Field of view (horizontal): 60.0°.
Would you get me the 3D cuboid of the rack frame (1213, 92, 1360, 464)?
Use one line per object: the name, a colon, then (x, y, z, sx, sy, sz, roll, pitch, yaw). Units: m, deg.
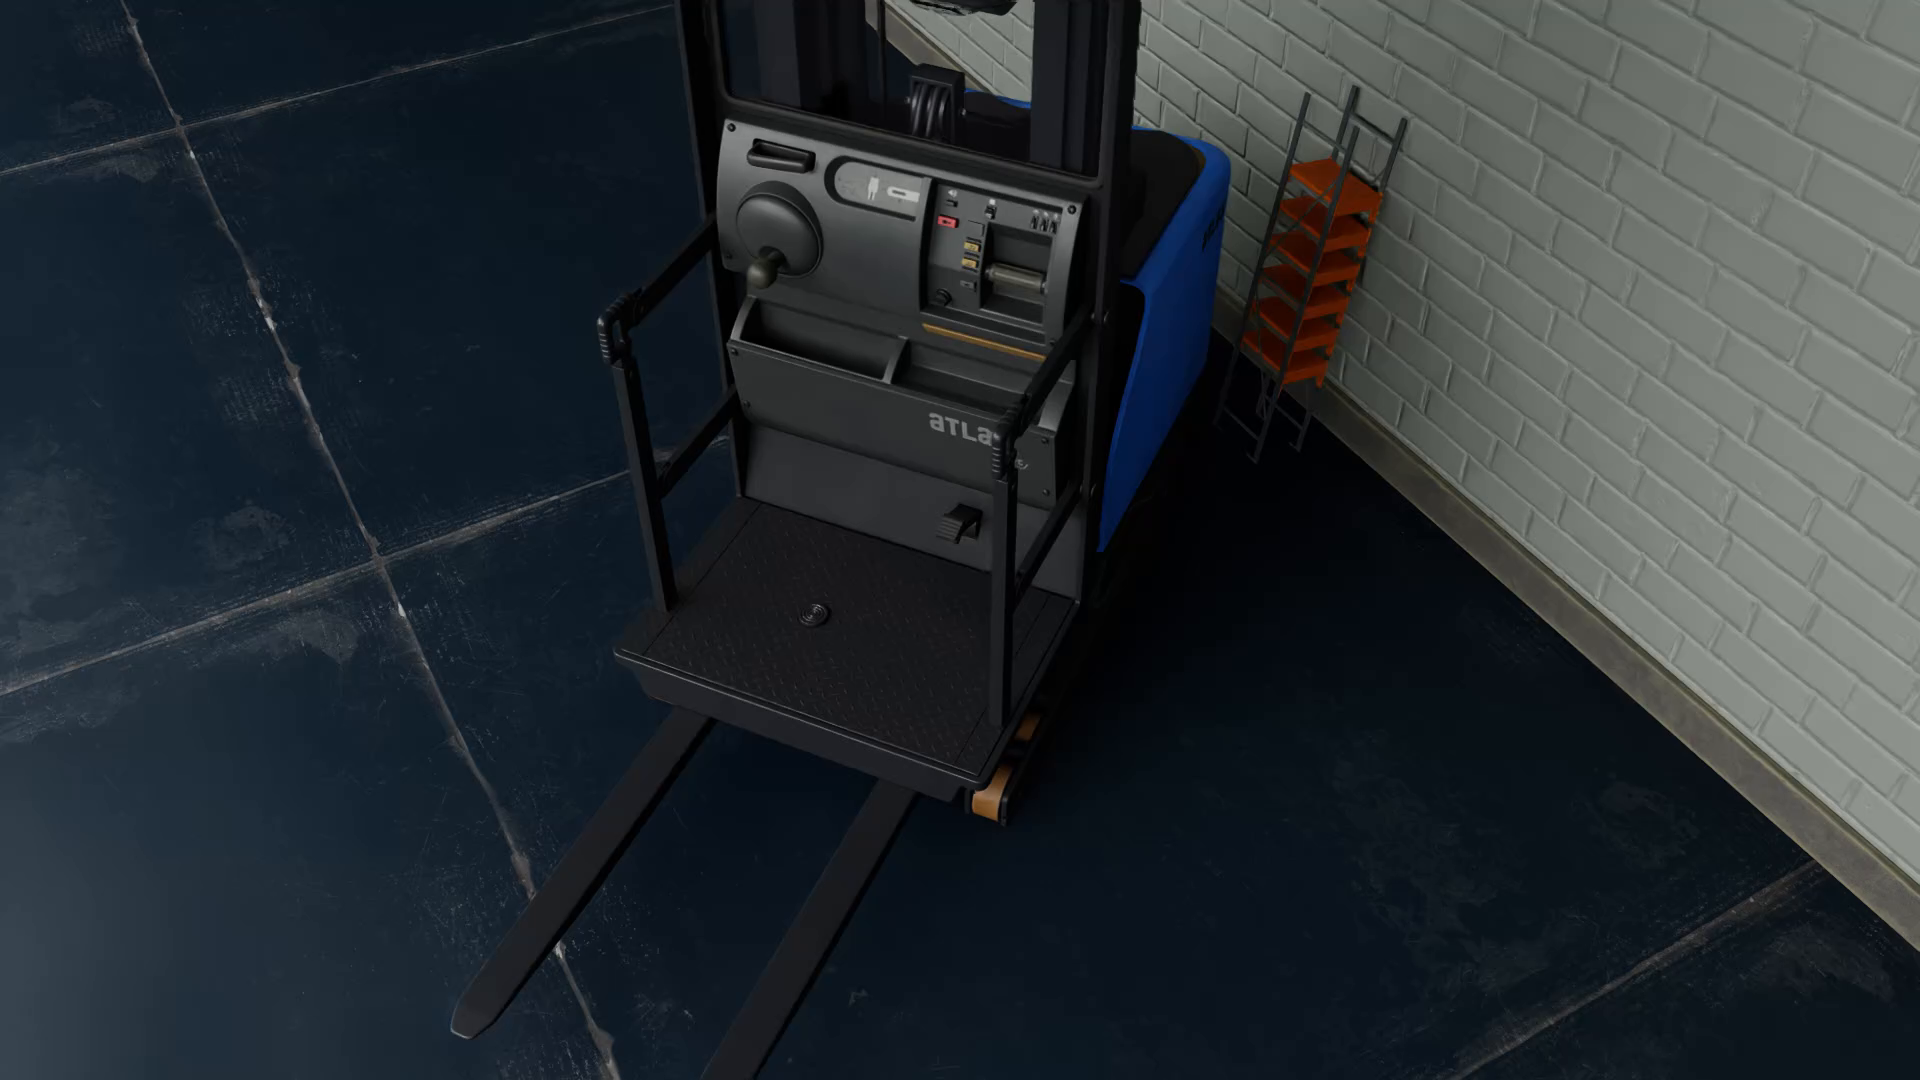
rack frame: (0.993, -0.779, 5.161, 0.006, 1.200, 0.240, -16, 46, -27)

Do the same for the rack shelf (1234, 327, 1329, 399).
rack shelf: (1.035, -0.585, 5.384, 0.180, 0.103, 0.258, -16, 46, -27)

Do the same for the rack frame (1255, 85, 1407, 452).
rack frame: (1.150, -0.823, 5.245, 0.006, 1.200, 0.240, -16, 46, -27)

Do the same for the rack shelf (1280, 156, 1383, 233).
rack shelf: (1.112, -1.041, 5.002, 0.180, 0.103, 0.258, -16, 46, -27)

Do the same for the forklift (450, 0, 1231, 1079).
forklift: (-0.244, -0.646, 3.811, 1.130, 2.935, 3.031, 17, 47, 17)

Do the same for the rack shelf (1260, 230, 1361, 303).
rack shelf: (1.081, -0.859, 5.155, 0.180, 0.103, 0.258, -16, 46, -27)

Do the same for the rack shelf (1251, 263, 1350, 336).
rack shelf: (1.066, -0.767, 5.231, 0.180, 0.103, 0.258, -16, 46, -27)

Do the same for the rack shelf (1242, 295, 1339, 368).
rack shelf: (1.050, -0.676, 5.307, 0.180, 0.103, 0.258, -16, 46, -27)

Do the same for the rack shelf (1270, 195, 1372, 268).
rack shelf: (1.097, -0.950, 5.079, 0.180, 0.103, 0.258, -16, 46, -27)

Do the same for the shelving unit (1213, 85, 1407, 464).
shelving unit: (1.071, -0.801, 5.203, 0.189, 1.200, 0.258, -16, 46, -27)
